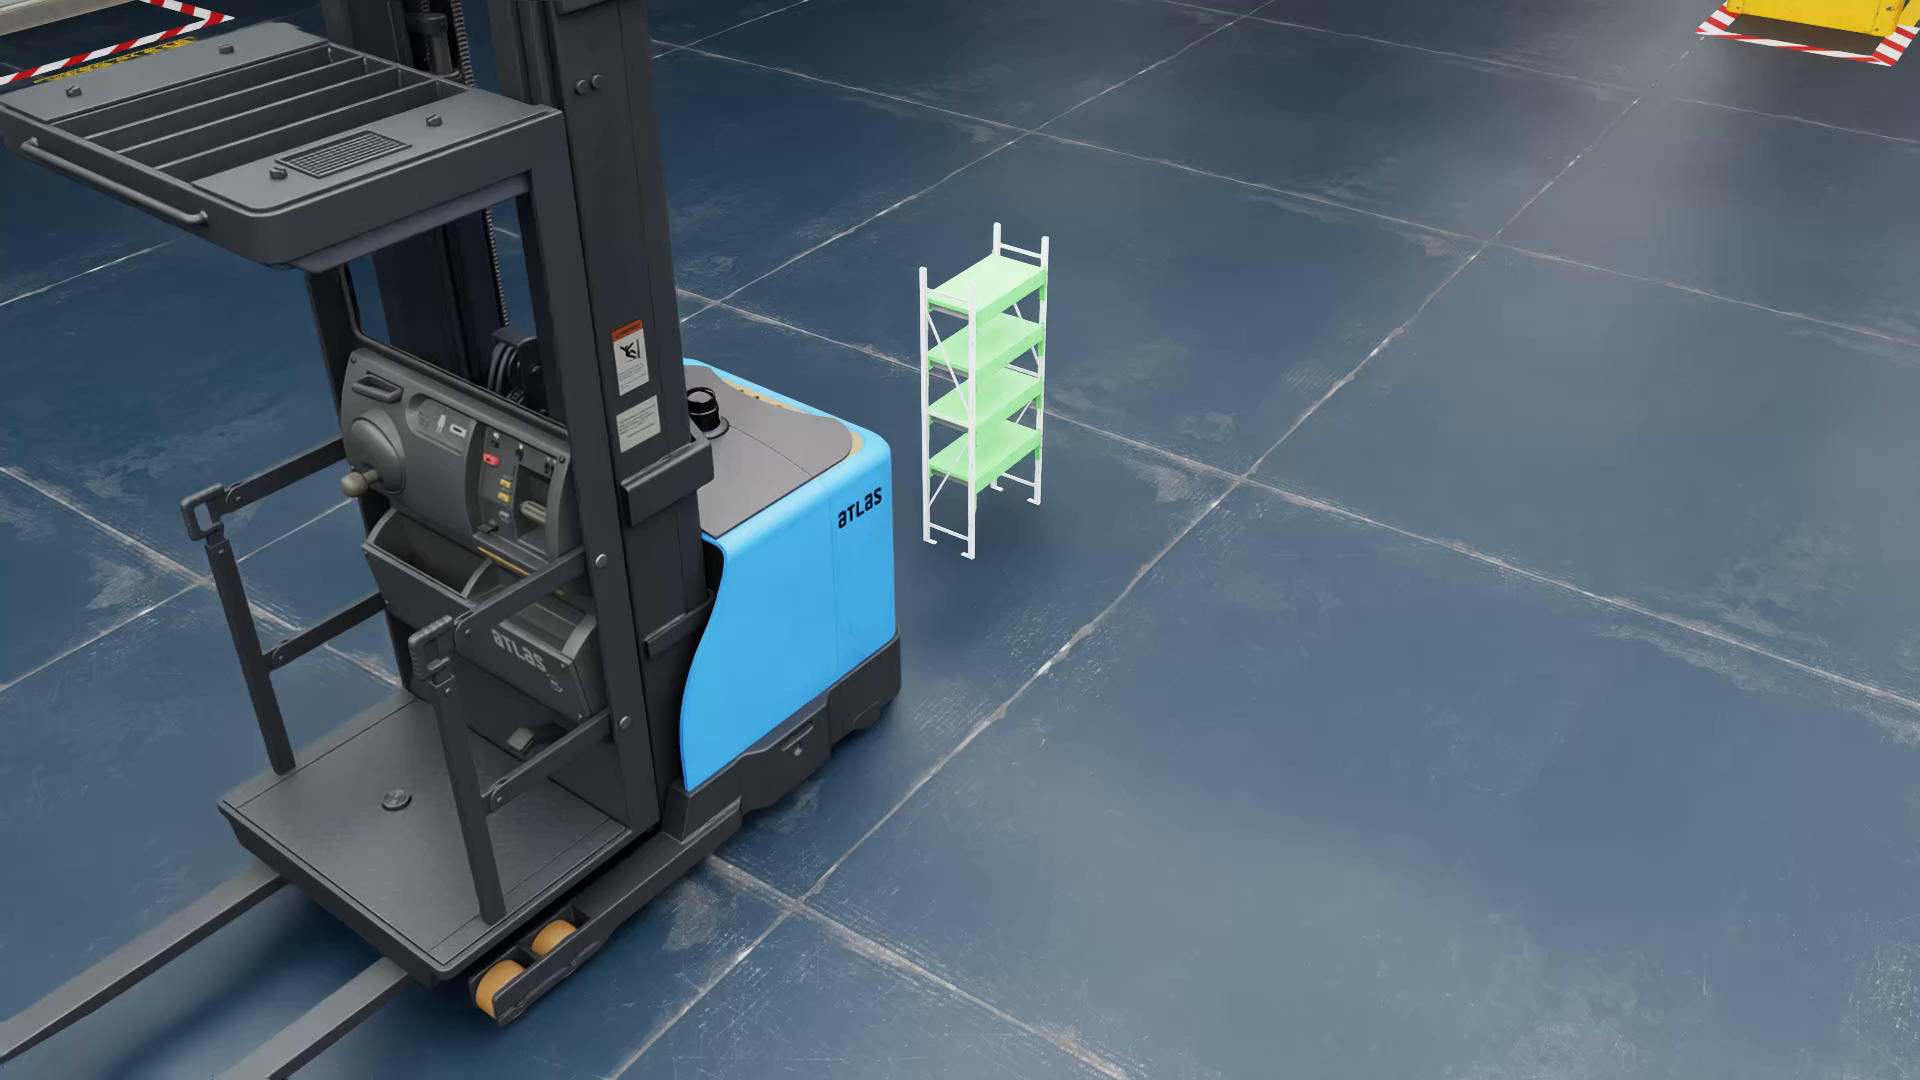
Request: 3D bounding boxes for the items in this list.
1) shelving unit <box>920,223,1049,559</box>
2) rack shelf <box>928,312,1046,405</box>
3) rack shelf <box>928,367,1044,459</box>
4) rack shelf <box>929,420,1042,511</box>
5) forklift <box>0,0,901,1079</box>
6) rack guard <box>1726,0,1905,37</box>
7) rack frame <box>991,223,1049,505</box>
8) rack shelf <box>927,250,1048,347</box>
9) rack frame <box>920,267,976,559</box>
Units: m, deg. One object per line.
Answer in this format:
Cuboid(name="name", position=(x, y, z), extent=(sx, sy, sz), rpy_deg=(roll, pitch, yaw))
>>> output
Cuboid(name="shelving unit", position=(0.094, -0.573, 6.527), extent=(0.258, 1.200, 0.503), rpy_deg=(21, 39, 28))
Cuboid(name="rack shelf", position=(0.094, -0.719, 6.428), extent=(0.258, 0.148, 0.480), rpy_deg=(21, 39, 28))
Cuboid(name="rack shelf", position=(0.094, -0.520, 6.562), extent=(0.258, 0.148, 0.480), rpy_deg=(21, 39, 28))
Cuboid(name="rack shelf", position=(0.094, -0.321, 6.697), extent=(0.258, 0.148, 0.480), rpy_deg=(21, 39, 28))
Cuboid(name="forklift", position=(-1.507, -0.164, 4.376), extent=(1.130, 2.935, 3.031), rpy_deg=(24, 41, 31))
Cuboid(name="rack guard", position=(6.433, -4.156, 12.449), extent=(1.175, 0.500, 0.348), rpy_deg=(21, 39, 28))
Cuboid(name="rack frame", position=(0.234, -0.685, 6.693), extent=(0.240, 1.200, 0.015), rpy_deg=(21, 39, 28))
Cuboid(name="rack shelf", position=(0.094, -0.918, 6.293), extent=(0.258, 0.148, 0.480), rpy_deg=(21, 39, 28))
Cuboid(name="rack frame", position=(-0.045, -0.461, 6.360), extent=(0.240, 1.200, 0.015), rpy_deg=(21, 39, 28))
